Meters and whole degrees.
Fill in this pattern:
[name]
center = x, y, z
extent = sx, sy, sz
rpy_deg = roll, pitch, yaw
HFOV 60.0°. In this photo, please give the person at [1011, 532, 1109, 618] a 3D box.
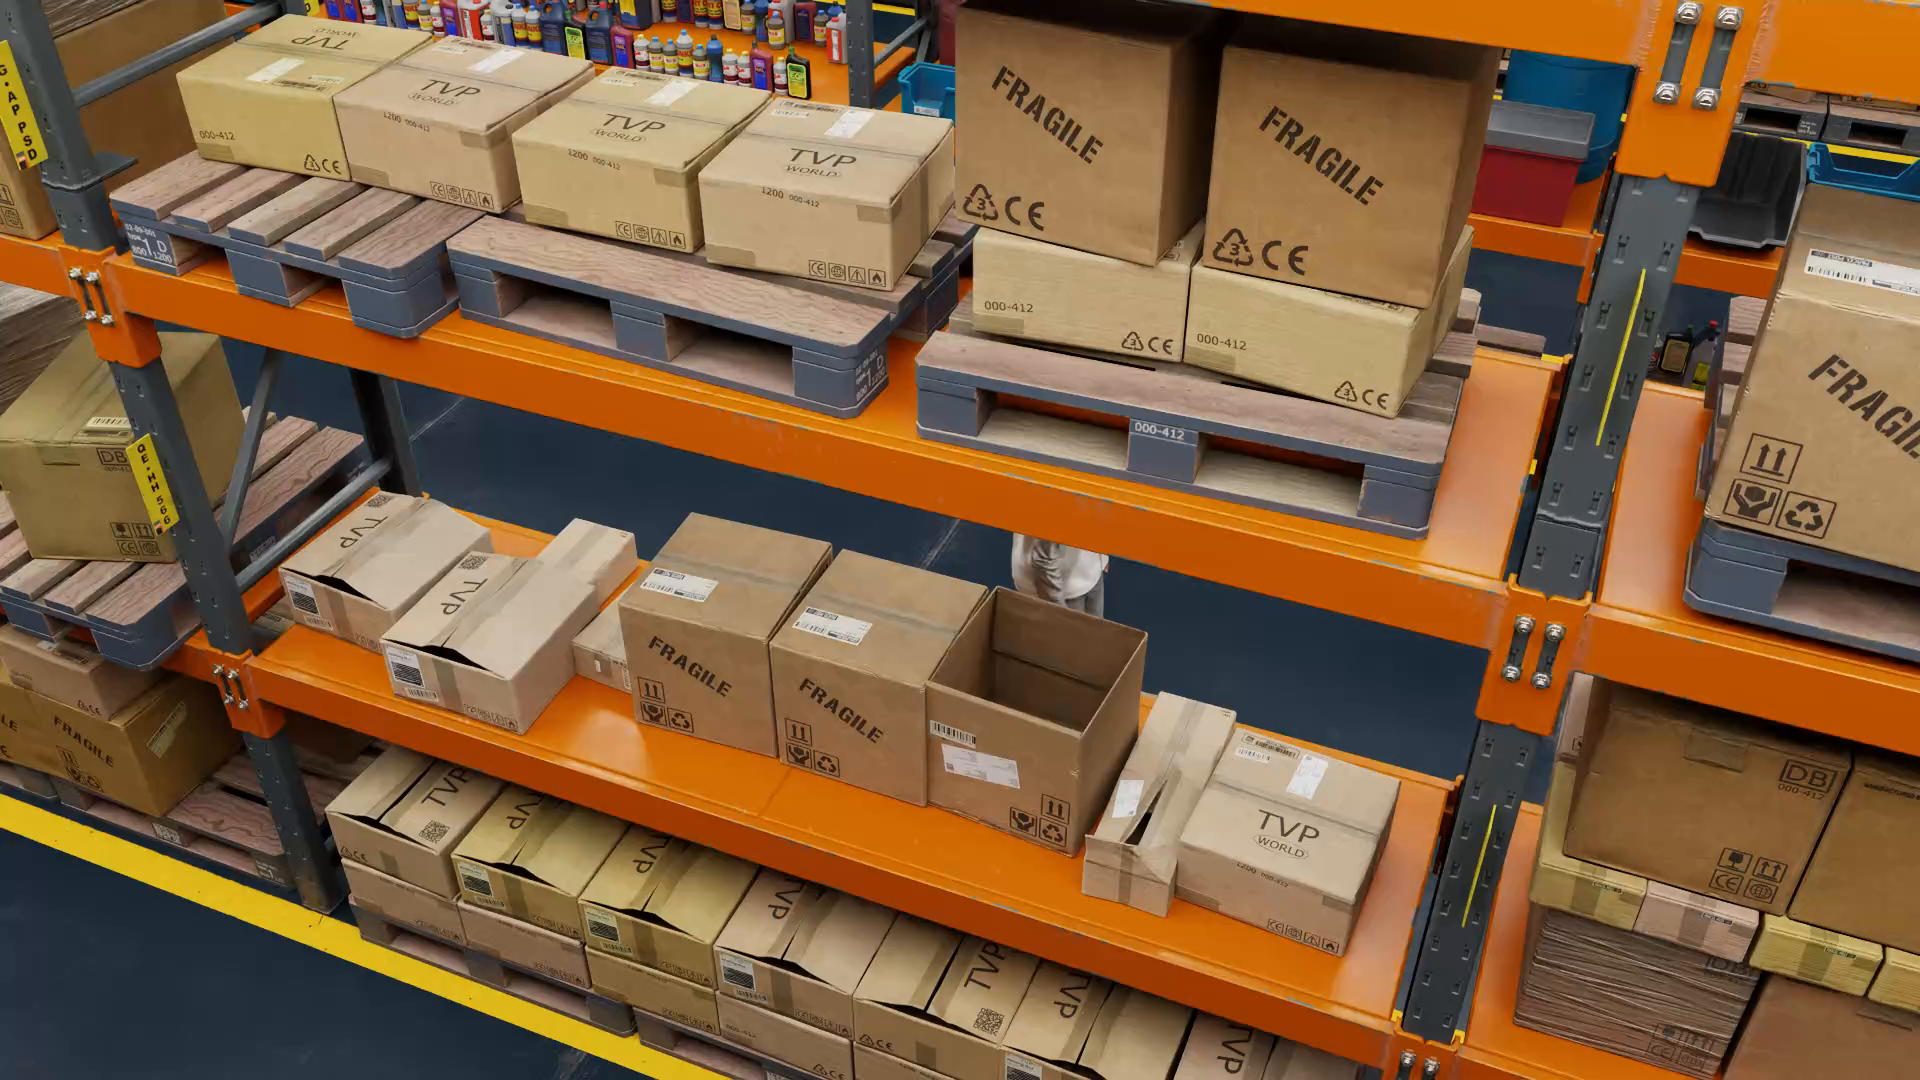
[person]
center = 0.445, 0.139, 6.615
extent = 0.465, 1.771, 0.582
rpy_deg = 14, 39, 17
